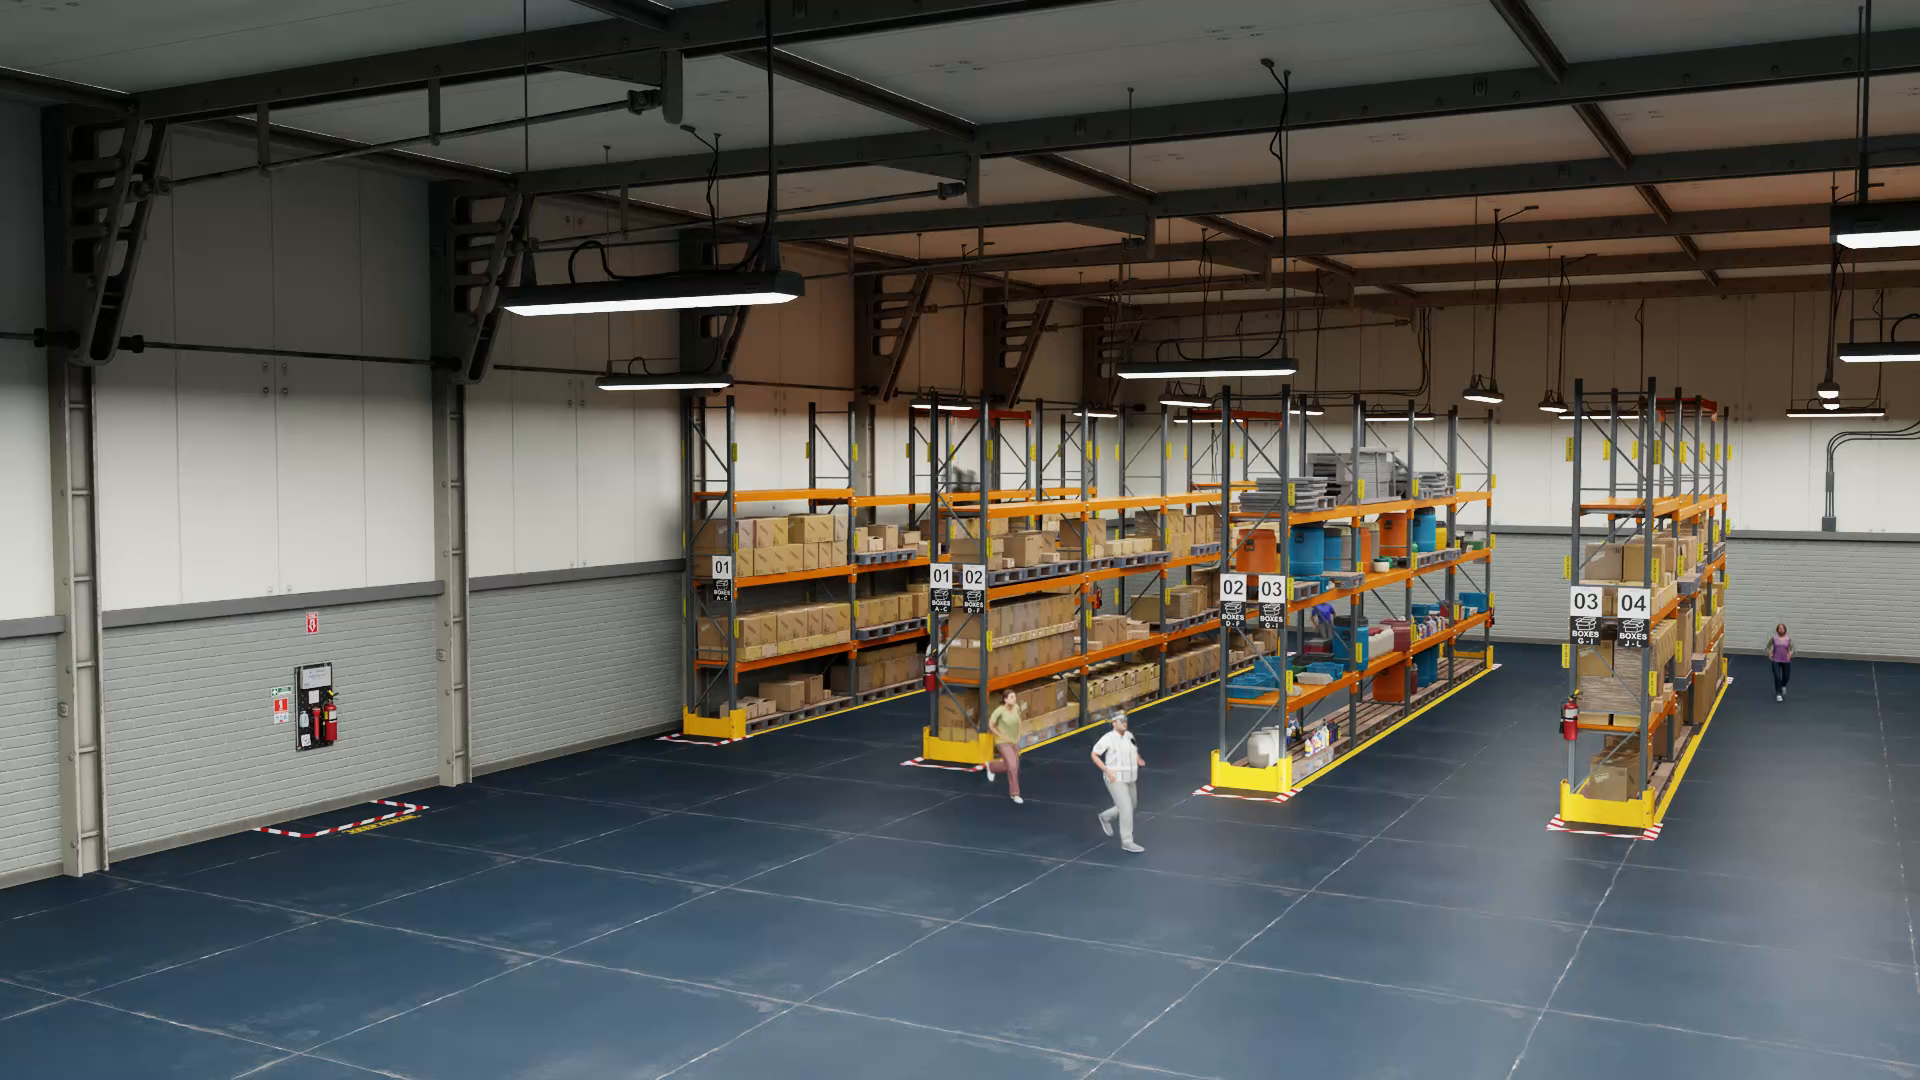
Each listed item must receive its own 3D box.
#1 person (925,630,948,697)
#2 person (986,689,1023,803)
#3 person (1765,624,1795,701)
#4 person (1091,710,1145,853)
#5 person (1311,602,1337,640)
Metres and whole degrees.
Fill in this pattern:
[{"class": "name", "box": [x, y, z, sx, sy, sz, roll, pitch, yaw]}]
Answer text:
[{"class": "person", "box": [-0.403, 2.520, 31.513, 0.615, 1.658, 0.642, 1, 3, 14]}, {"class": "person", "box": [0.628, 2.947, 24.032, 0.598, 1.644, 0.771, -3, 4, -40]}, {"class": "person", "box": [16.561, 2.458, 33.584, 0.537, 1.549, 0.594, 1, 3, 23]}, {"class": "person", "box": [2.014, 3.012, 21.045, 0.676, 1.751, 0.886, -3, 4, -41]}, {"class": "person", "box": [8.788, 2.109, 40.048, 0.610, 1.615, 0.496, 0, 3, -2]}]
